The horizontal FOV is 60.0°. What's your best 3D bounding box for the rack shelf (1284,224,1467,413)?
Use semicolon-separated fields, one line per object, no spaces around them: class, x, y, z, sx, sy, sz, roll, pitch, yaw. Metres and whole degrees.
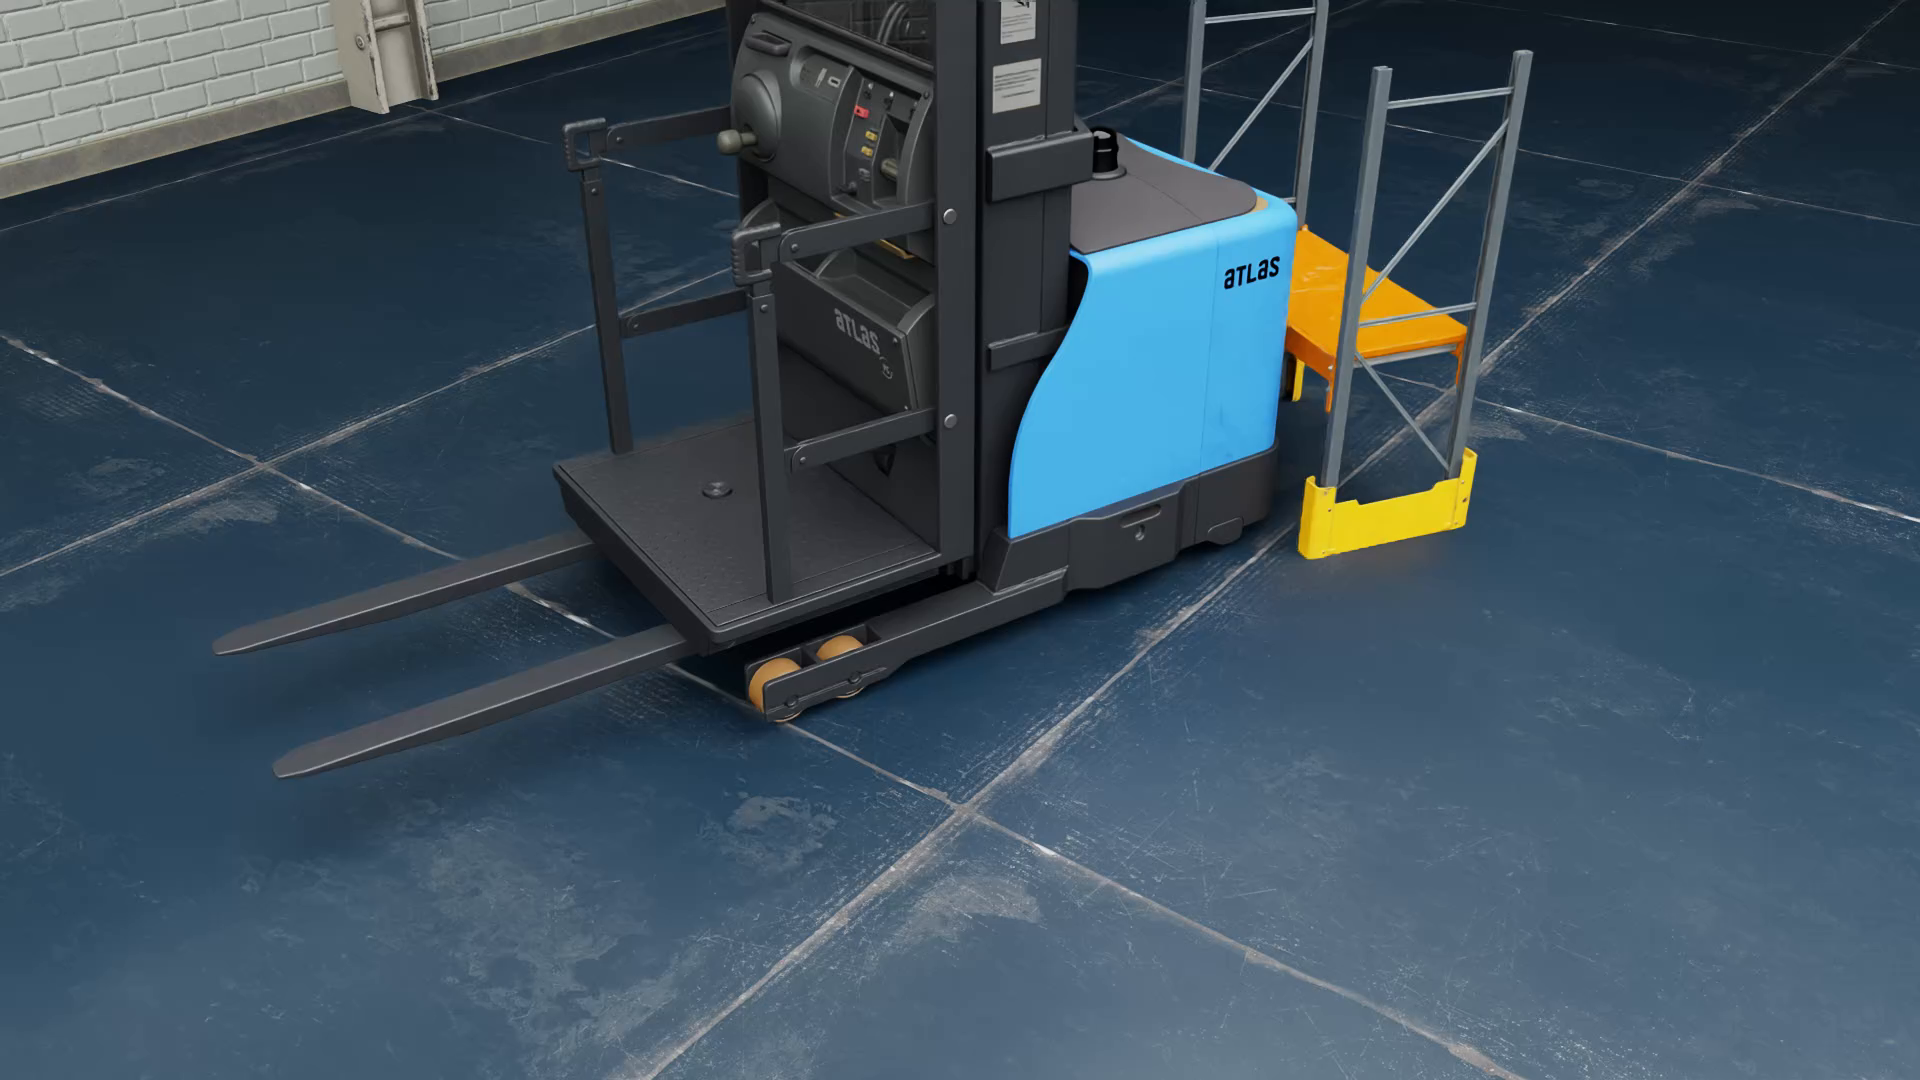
rack shelf;1.153;-0.742;5.384;0.538;0.185;1.000;-11;32;-18

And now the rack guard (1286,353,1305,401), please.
rack guard;0.974;-0.591;6.002;0.587;0.250;0.087;-11;32;-18

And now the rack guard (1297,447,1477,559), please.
rack guard;1.338;-0.118;5.205;0.587;0.250;0.087;-11;32;-18

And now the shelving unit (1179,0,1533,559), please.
shelving unit;1.156;-0.892;5.285;0.587;1.500;1.083;-11;32;-18

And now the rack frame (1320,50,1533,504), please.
rack frame;1.338;-0.655;4.885;0.500;1.500;0.032;-11;32;-18

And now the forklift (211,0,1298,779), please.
forklift;-0.519;-1.084;4.204;3.031;2.935;1.130;-19;35;-29

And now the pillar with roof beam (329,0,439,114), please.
pillar with roof beam;0.213;-5.042;4.930;9.100;9.000;0.400;21;37;31

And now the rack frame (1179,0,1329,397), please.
rack frame;0.967;-1.138;5.699;0.500;1.500;0.032;-11;32;-18
